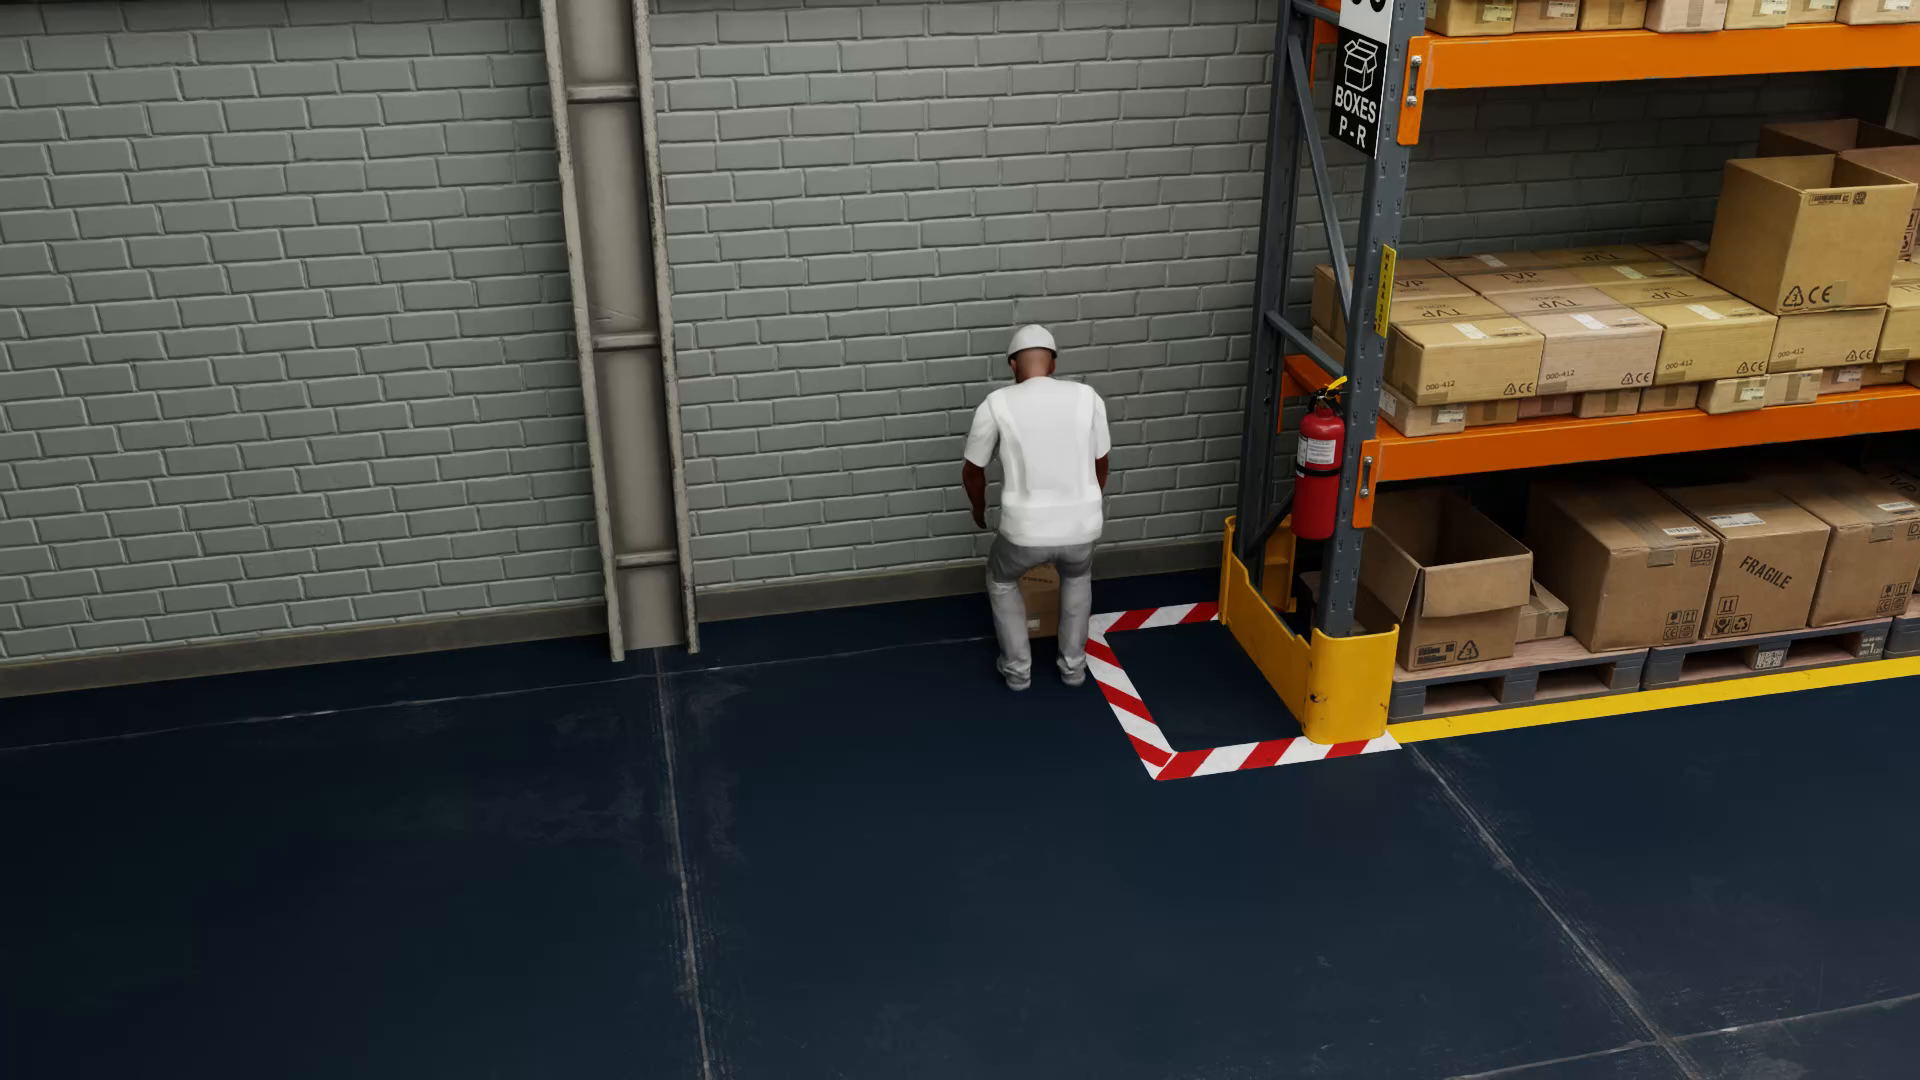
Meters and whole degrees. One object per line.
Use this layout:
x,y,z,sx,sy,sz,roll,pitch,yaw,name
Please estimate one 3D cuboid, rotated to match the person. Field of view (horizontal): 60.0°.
0.325,-0.124,7.055,0.624,1.448,0.610,-2,27,-4,person
